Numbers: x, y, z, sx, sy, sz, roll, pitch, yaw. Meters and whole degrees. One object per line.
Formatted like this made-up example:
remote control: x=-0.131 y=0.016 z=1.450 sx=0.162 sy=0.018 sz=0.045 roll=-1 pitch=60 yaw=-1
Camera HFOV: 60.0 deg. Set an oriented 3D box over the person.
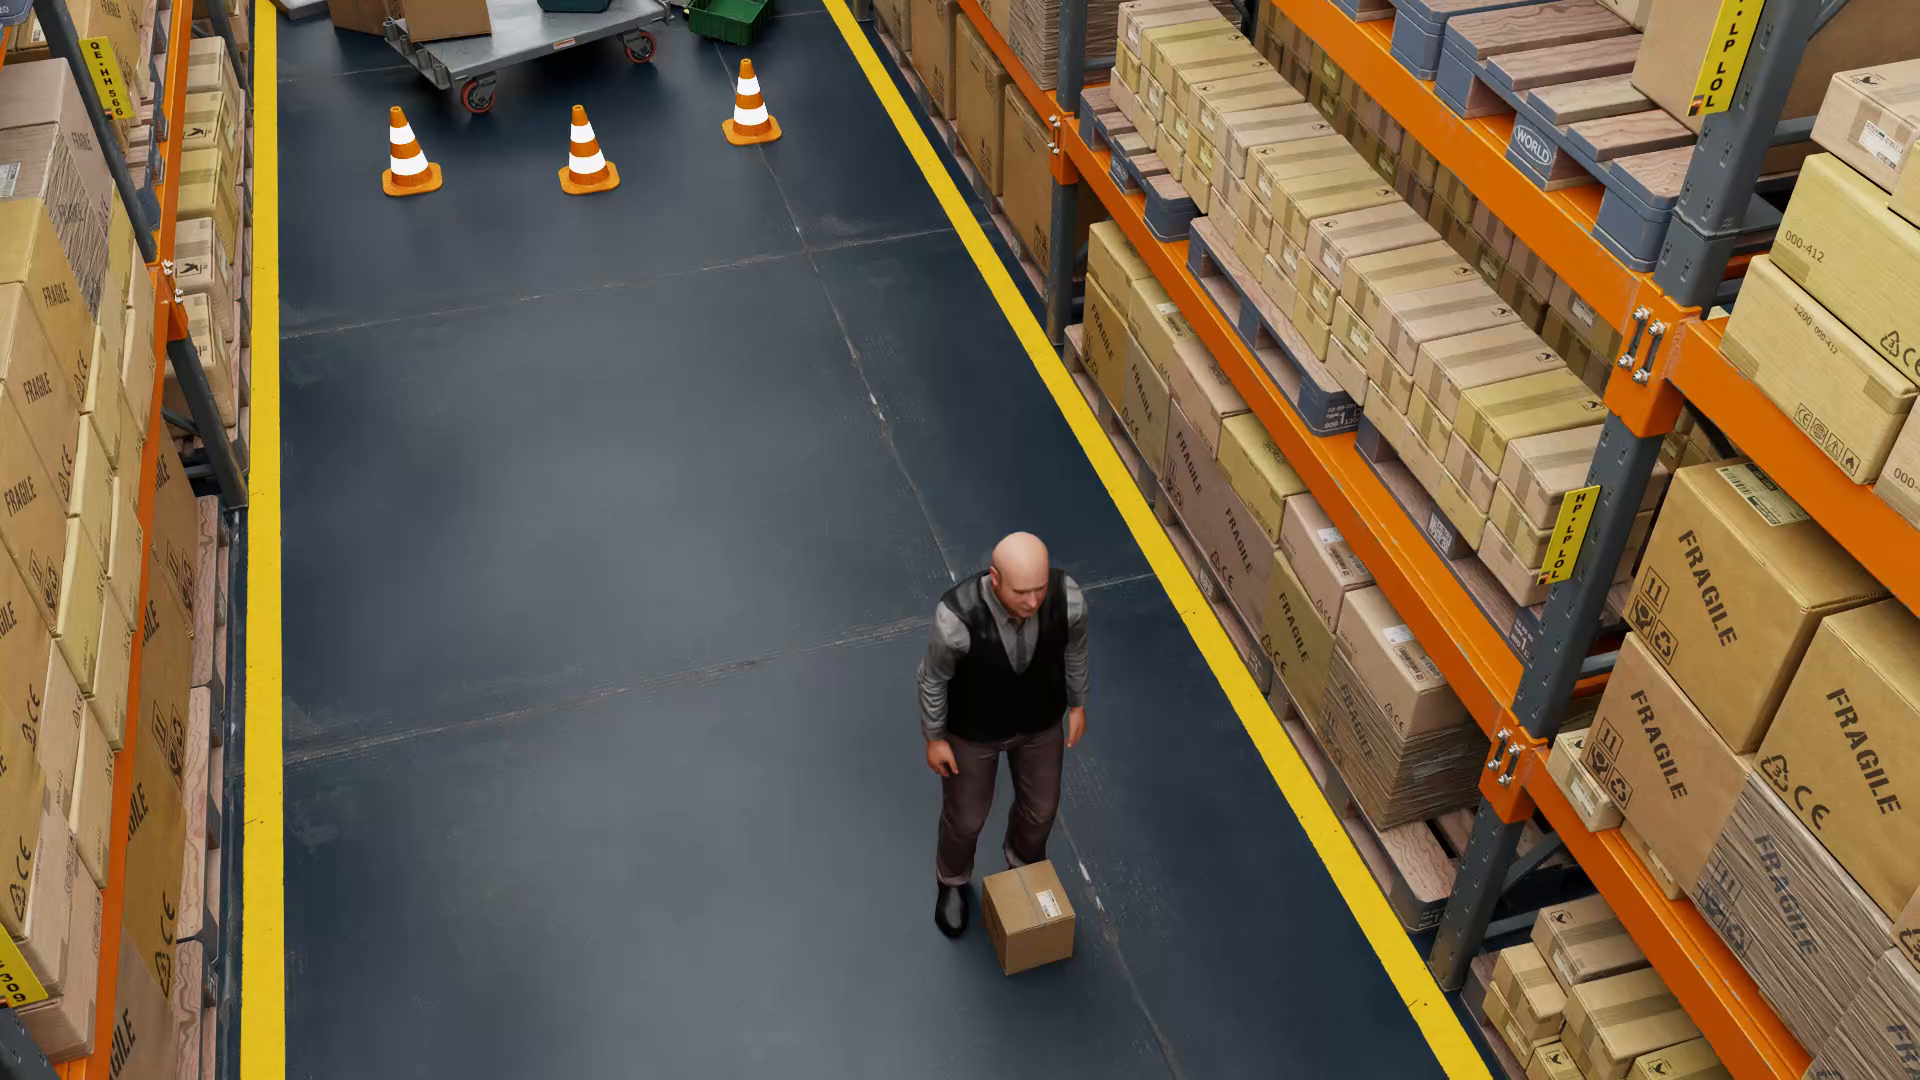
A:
person: x=0.150 y=0.610 z=5.499 sx=0.580 sy=1.721 sz=0.461 roll=-12 pitch=43 yaw=-13
